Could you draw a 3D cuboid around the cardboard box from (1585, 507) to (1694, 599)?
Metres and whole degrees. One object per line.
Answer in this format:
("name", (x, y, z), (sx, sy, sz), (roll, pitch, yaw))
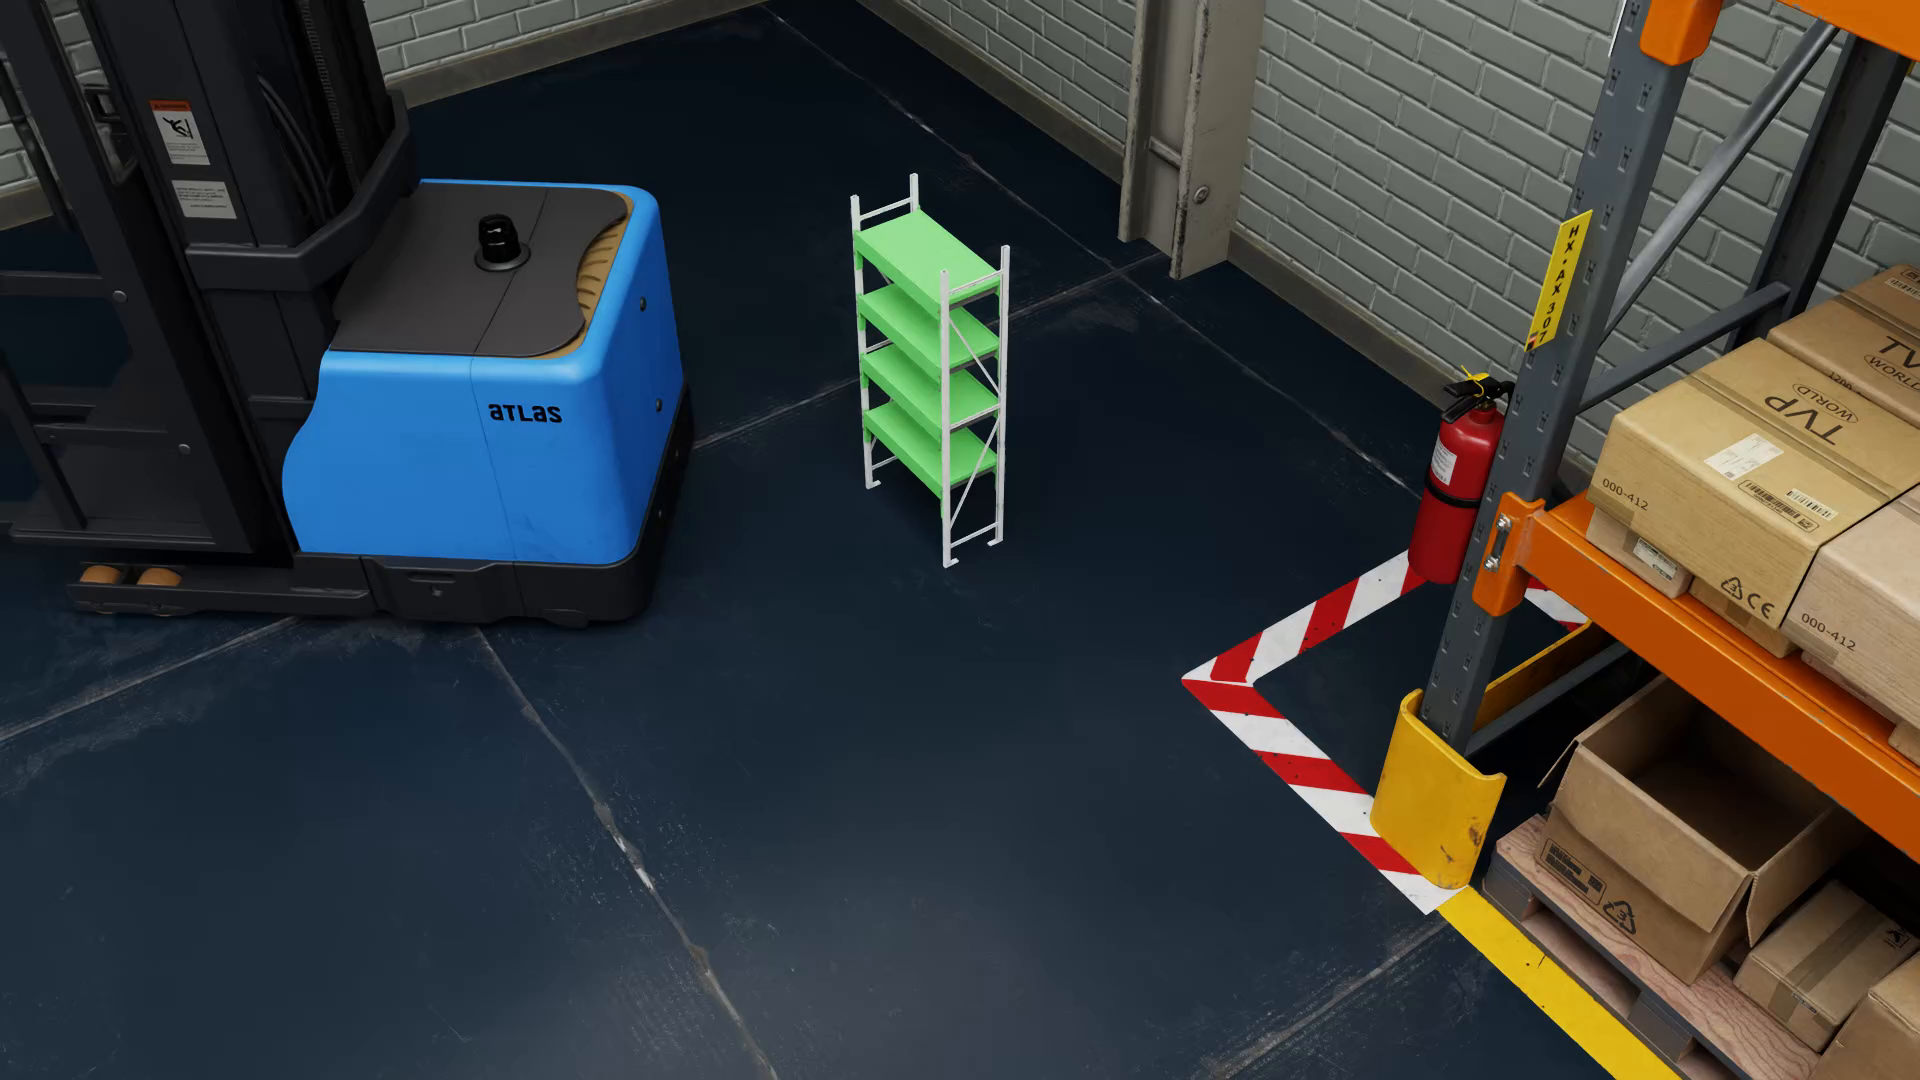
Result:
("cardboard box", (1.676, -0.061, 3.824), (0.380, 0.149, 0.250), (-26, 49, -25))

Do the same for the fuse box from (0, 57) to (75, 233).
("fuse box", (-3.795, -1.949, 6.552), (0.539, 1.711, 0.414), (-26, 49, -24))

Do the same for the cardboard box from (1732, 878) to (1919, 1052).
("cardboard box", (2.196, 1.073, 4.215), (0.380, 0.149, 0.250), (-28, 50, -26))

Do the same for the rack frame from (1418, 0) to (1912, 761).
("rack frame", (1.712, -0.447, 4.045), (1.000, 3.000, 0.127), (-26, 49, -24))

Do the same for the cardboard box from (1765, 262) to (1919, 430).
("cardboard box", (2.193, -0.344, 3.831), (0.500, 0.250, 0.500), (-24, 49, -23))

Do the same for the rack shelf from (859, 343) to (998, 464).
("rack shelf", (-0.095, -0.482, 5.478), (0.258, 0.148, 0.480), (-26, 49, -24))

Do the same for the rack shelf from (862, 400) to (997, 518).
("rack shelf", (-0.095, -0.308, 5.644), (0.258, 0.148, 0.480), (-26, 49, -24))

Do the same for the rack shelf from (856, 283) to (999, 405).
("rack shelf", (-0.095, -0.655, 5.312), (0.258, 0.148, 0.480), (-26, 49, -24))

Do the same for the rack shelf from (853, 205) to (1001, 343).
("rack shelf", (-0.095, -0.829, 5.147), (0.258, 0.148, 0.480), (-26, 49, -24))

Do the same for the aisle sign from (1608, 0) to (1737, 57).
("aisle sign", (1.433, -1.309, 3.067), (0.394, 0.787, 0.004), (-26, 49, -24))

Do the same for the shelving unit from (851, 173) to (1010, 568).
("shelving unit", (-0.095, -0.528, 5.434), (0.258, 1.200, 0.503), (-26, 49, -24))

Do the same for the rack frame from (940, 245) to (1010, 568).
("rack frame", (0.045, -0.390, 5.289), (0.240, 1.200, 0.015), (-26, 49, -24))

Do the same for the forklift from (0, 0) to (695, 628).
("forklift", (-2.503, -1.170, 4.853), (3.031, 2.935, 1.130), (3, 44, 3))

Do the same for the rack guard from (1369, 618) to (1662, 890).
("rack guard", (1.756, 0.501, 4.864), (1.175, 0.500, 0.348), (-26, 49, -24))

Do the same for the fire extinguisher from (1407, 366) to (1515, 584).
("fire extinguisher", (1.249, -0.184, 4.097), (0.296, 0.674, 0.183), (-26, 49, -24))

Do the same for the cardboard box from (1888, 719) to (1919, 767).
("cardboard box", (2.132, 0.367, 3.375), (0.380, 0.149, 0.250), (-24, 49, -23))

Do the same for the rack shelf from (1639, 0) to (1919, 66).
("rack shelf", (2.857, -0.139, 2.072), (1.077, 0.370, 4.000), (-26, 49, -24))

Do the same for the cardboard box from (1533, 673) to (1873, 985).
("cardboard box", (1.985, 0.688, 4.360), (0.797, 0.503, 0.637), (-28, 50, -26))

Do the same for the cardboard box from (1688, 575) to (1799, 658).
("cardboard box", (1.859, 0.065, 3.692), (0.380, 0.149, 0.250), (-25, 49, -23))

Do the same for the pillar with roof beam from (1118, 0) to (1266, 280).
("pillar with roof beam", (-2.622, -2.799, 2.165), (9.100, 9.000, 0.400), (-26, 49, -24))

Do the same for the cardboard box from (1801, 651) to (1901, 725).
("cardboard box", (2.038, 0.200, 3.550), (0.380, 0.149, 0.250), (-26, 50, -25))

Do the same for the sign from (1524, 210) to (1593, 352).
("sign", (1.268, -0.545, 3.522), (0.100, 0.325, 0.005), (-26, 49, -24))

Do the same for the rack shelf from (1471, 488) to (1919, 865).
("rack shelf", (2.857, 0.946, 3.107), (1.077, 0.370, 4.000), (-26, 49, -24))

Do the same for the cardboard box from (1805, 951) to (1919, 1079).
("cardboard box", (2.442, 1.189, 3.838), (0.700, 0.500, 0.500), (-24, 49, -23))

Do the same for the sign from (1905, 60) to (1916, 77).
("sign", (2.179, -1.188, 3.754), (0.100, 0.325, 0.005), (-26, 49, -24))

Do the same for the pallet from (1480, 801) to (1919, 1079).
("pallet", (2.213, 1.056, 4.491), (1.003, 0.211, 1.213), (-26, 49, -24))

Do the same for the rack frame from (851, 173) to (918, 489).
("rack frame", (-0.234, -0.666, 5.579), (0.240, 1.200, 0.015), (-26, 49, -24))

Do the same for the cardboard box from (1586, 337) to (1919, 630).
("cardboard box", (1.751, -0.136, 3.614), (0.500, 0.250, 0.500), (-25, 49, -24))

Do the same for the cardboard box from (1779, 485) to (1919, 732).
("cardboard box", (2.040, 0.149, 3.315), (0.500, 0.250, 0.500), (-25, 49, -24))
